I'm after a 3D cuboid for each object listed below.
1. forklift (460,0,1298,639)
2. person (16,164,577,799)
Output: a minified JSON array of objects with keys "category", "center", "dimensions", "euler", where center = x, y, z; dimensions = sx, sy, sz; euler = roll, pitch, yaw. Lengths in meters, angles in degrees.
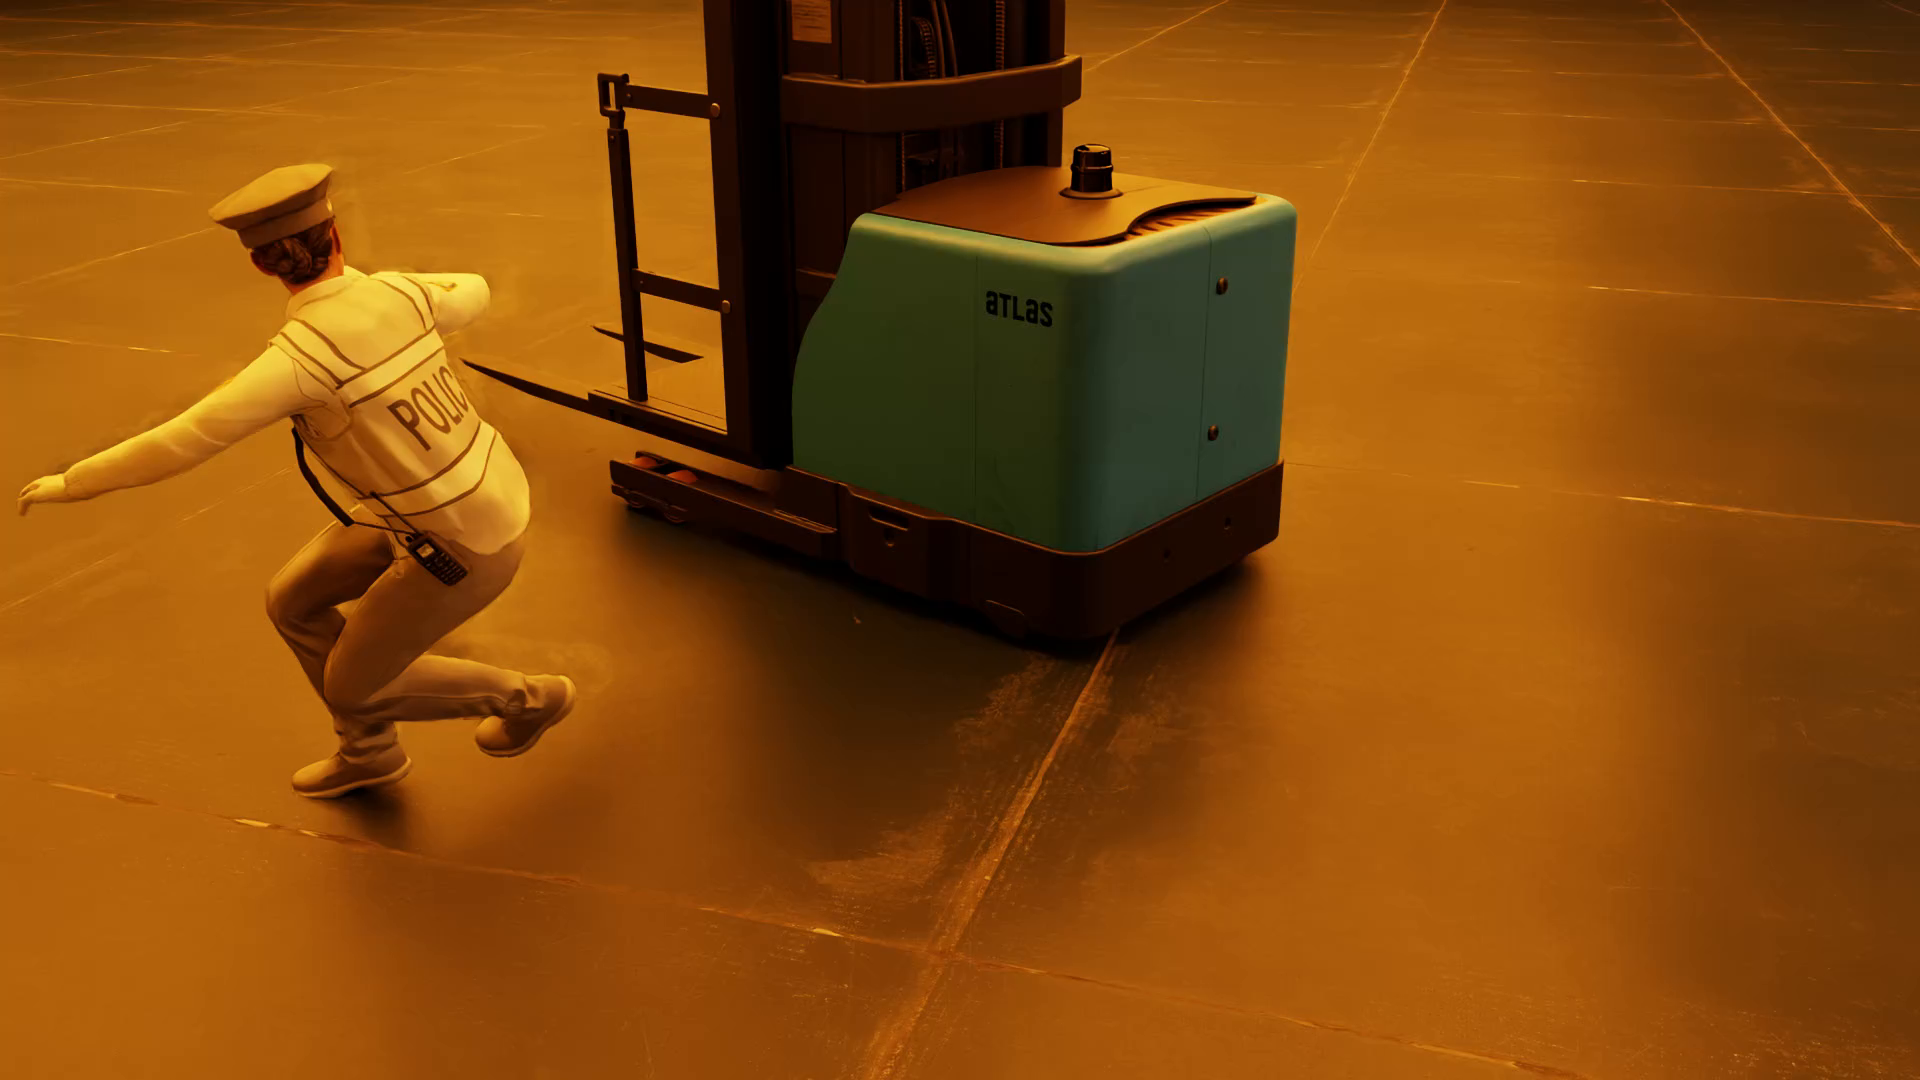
[{"category":"forklift","center":[-0.492,-1.542,5.015],"dimensions":[3.031,2.935,1.130],"euler":[18,29,37]},{"category":"person","center":[-1.365,-0.083,3.515],"dimensions":[1.011,1.407,0.730],"euler":[-3,23,-7]}]
